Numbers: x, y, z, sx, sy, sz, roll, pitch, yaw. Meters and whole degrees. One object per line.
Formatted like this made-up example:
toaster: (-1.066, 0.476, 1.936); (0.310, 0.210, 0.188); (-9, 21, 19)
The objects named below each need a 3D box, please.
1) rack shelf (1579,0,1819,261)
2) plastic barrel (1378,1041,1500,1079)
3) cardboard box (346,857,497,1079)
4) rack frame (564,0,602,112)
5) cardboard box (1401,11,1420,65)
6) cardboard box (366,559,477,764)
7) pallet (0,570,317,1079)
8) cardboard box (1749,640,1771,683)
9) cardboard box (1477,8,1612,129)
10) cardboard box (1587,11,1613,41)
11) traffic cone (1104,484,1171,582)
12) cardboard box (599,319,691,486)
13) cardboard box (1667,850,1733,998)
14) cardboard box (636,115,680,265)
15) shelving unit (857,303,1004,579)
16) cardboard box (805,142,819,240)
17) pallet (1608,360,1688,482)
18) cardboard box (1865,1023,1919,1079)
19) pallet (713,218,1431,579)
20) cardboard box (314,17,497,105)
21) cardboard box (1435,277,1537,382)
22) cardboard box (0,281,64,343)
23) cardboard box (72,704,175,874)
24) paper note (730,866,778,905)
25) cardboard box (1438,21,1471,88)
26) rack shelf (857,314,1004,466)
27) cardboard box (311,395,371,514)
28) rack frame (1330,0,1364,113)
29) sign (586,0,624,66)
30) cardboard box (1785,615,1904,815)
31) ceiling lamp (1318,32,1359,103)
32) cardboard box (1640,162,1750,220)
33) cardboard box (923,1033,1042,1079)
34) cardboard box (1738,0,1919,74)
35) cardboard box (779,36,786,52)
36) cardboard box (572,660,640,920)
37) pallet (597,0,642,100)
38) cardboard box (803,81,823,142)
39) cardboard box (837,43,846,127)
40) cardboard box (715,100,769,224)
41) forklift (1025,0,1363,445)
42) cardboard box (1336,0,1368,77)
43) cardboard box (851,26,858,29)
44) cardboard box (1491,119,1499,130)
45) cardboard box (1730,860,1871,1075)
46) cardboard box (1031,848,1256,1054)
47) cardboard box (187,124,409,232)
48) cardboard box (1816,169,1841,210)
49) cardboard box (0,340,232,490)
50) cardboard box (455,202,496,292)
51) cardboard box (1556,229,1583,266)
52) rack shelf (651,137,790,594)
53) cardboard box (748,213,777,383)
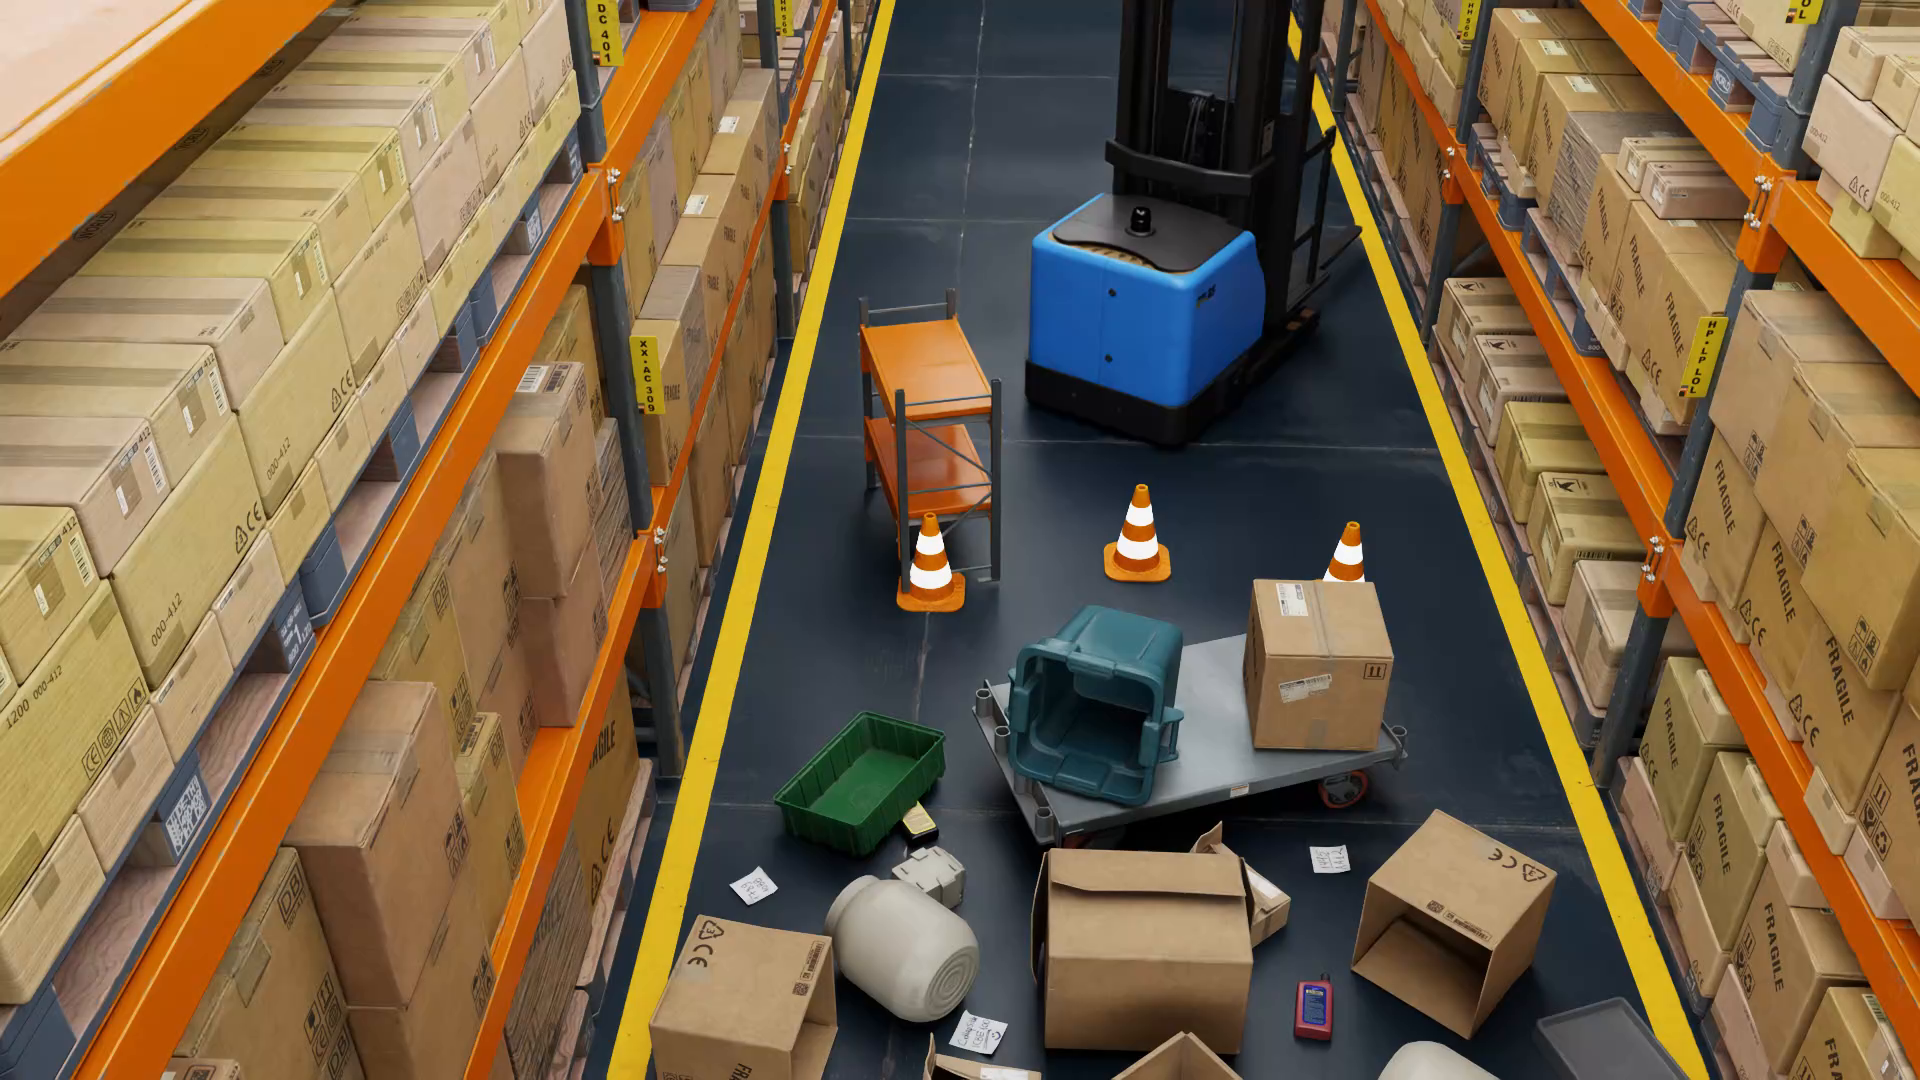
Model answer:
rack shelf: (3.324, -2.257, 7.316); (1.077, 0.370, 4.000); (1, 35, 2)
plastic barrel: (1.653, 1.955, 5.546); (0.512, 0.421, 0.421); (28, 44, 33)
cardboard box: (-1.749, 1.156, 4.312); (0.875, 0.550, 0.550); (1, 35, 2)
rack frame: (-1.706, -2.686, 4.691); (1.000, 3.000, 0.127); (1, 35, 2)
cardboard box: (3.207, -3.291, 10.901); (0.500, 0.250, 0.500); (1, 35, 1)
cardboard box: (-1.834, 0.407, 4.438); (0.875, 0.550, 0.500); (1, 35, 2)
pallet: (-1.848, 0.449, 2.916); (1.003, 0.211, 1.213); (1, 35, 2)
cardboard box: (2.972, 0.401, 5.735); (0.380, 0.149, 0.250); (1, 35, 2)
cardboard box: (3.155, -2.555, 9.011); (0.500, 0.500, 0.500); (0, 35, 1)
cardboard box: (3.664, -2.540, 8.991); (0.500, 0.500, 0.500); (0, 35, 1)
traffic cone: (0.907, -0.072, 8.396); (0.336, 0.463, 0.334); (1, 35, 2)
cardboard box: (-1.416, -0.568, 6.809); (0.500, 0.500, 0.500); (2, 35, 2)
cardboard box: (2.940, 1.418, 6.096); (0.500, 0.250, 0.500); (3, 35, 5)
cardboard box: (-1.653, -1.553, 7.340); (0.700, 0.500, 0.500); (2, 35, 2)
shelving unit: (-0.158, -0.519, 8.426); (0.538, 0.981, 1.030); (-7, 34, -10)
cardboard box: (-1.246, -2.368, 11.265); (0.500, 0.500, 0.500); (2, 35, 2)
pallet: (3.420, -0.533, 7.012); (1.003, 0.211, 1.213); (1, 35, 2)
cardboard box: (2.832, 1.059, 4.225); (0.700, 1.489, 0.542); (1, 35, 1)
pallet: (0.904, -1.011, 9.951); (6.107, 0.211, 4.108); (1, 35, 2)
cardboard box: (-1.434, -1.244, 4.322); (0.380, 0.149, 0.250); (2, 35, 3)
cardboard box: (3.372, -1.246, 9.780); (0.950, 0.372, 0.625); (-1, 35, -1)
cardboard box: (-2.084, -0.297, 3.321); (0.500, 0.250, 0.500); (1, 35, 2)
cardboard box: (-1.523, 0.393, 2.685); (0.380, 0.149, 0.250); (2, 35, 2)
paper note: (-0.828, 1.390, 6.691); (0.147, 0.020, 0.142); (-24, 42, -30)
cardboard box: (3.457, -3.384, 10.816); (0.999, 0.500, 2.557); (1, 35, 2)
rack shelf: (-0.160, -0.763, 8.265); (0.538, 0.278, 1.000); (-7, 34, -10)
cardboard box: (-1.482, -0.185, 3.508); (0.380, 0.149, 0.250); (1, 35, 2)
rack frame: (3.565, -4.772, 12.876); (1.000, 3.000, 0.127); (1, 35, 2)
sign: (-1.152, -1.691, 5.366); (0.100, 0.325, 0.005); (1, 35, 2)
cardboard box: (2.918, 0.486, 5.050); (0.500, 0.500, 0.500); (1, 35, 1)
ceiling lamp: (3.674, -4.066, 14.297); (1.003, 0.211, 1.213); (1, 35, 2)
cardboard box: (3.085, -3.055, 8.316); (0.402, 1.117, 4.483); (0, 35, 1)
cardboard box: (0.065, 1.917, 5.737); (0.396, 0.266, 0.258); (7, 36, 10)
cardboard box: (3.123, -1.852, 5.879); (0.500, 0.250, 0.500); (1, 35, 1)
cardboard box: (-1.305, -3.160, 10.437); (0.380, 0.149, 0.250); (3, 35, 4)
cardboard box: (-1.801, 0.826, 6.395); (0.875, 0.875, 0.875); (2, 35, 3)
pallet: (-1.719, -1.908, 6.360); (0.805, 0.209, 1.217); (0, 35, 0)
cardboard box: (-1.223, -2.952, 11.443); (0.500, 0.250, 0.500); (2, 35, 2)
cardboard box: (-1.163, -3.546, 12.941); (0.500, 0.500, 0.500); (1, 35, 1)
cardboard box: (-1.317, -2.019, 8.873); (0.500, 0.500, 0.500); (1, 35, 2)
forklift: (1.624, -2.504, 9.786); (1.129, 2.843, 3.031); (21, 40, 27)
cardboard box: (3.698, -4.253, 14.002); (0.875, 0.438, 0.875); (1, 35, 1)
cardboard box: (-1.080, -4.332, 14.365); (0.380, 0.149, 0.250); (1, 35, 2)
cardboard box: (3.206, -2.360, 9.298); (0.380, 0.149, 0.250); (-1, 35, -1)
cardboard box: (2.918, 1.409, 5.455); (0.500, 0.500, 0.500); (3, 35, 4)
cardboard box: (0.653, 1.484, 6.029); (0.797, 0.637, 0.503); (1, 35, 2)
cardboard box: (-1.463, -0.805, 3.696); (0.380, 0.149, 0.250); (2, 35, 2)
cardboard box: (3.177, -0.379, 4.236); (0.858, 0.149, 2.833); (1, 35, 2)
cardboard box: (-1.504, -0.217, 2.861); (0.380, 0.149, 0.250); (2, 35, 2)
cardboard box: (-1.442, -0.769, 4.338); (0.380, 0.149, 0.250); (2, 35, 3)
cardboard box: (3.092, -1.433, 7.979); (0.380, 0.149, 0.250); (2, 35, 3)
rack shelf: (-1.626, -1.086, 8.258); (1.077, 0.370, 4.000); (1, 35, 2)
cardboard box: (-1.660, -1.433, 9.718); (1.050, 0.750, 0.750); (1, 35, 1)
